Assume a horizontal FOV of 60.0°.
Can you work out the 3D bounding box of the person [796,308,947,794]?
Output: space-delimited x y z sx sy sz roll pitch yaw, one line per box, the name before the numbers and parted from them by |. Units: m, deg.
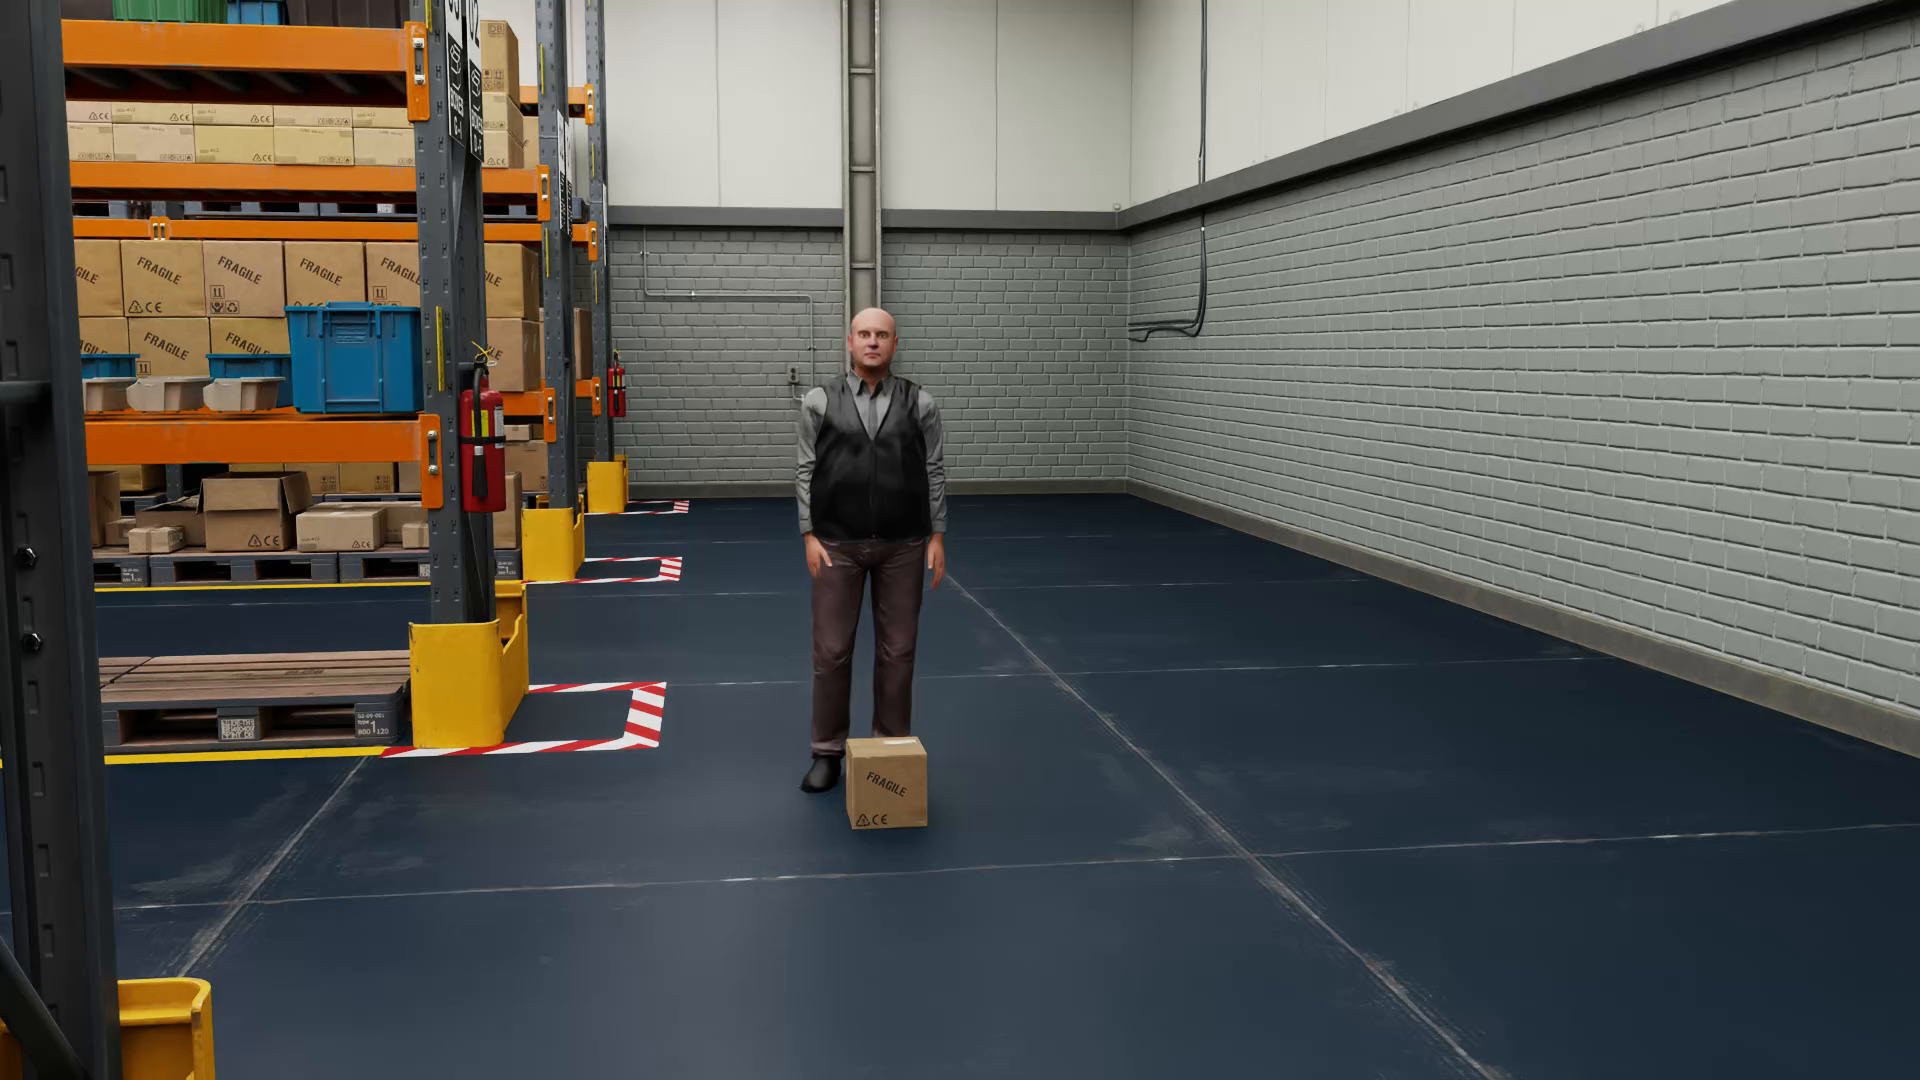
person | -0.317 0.037 6.018 0.544 1.740 0.358 -1 7 -9
